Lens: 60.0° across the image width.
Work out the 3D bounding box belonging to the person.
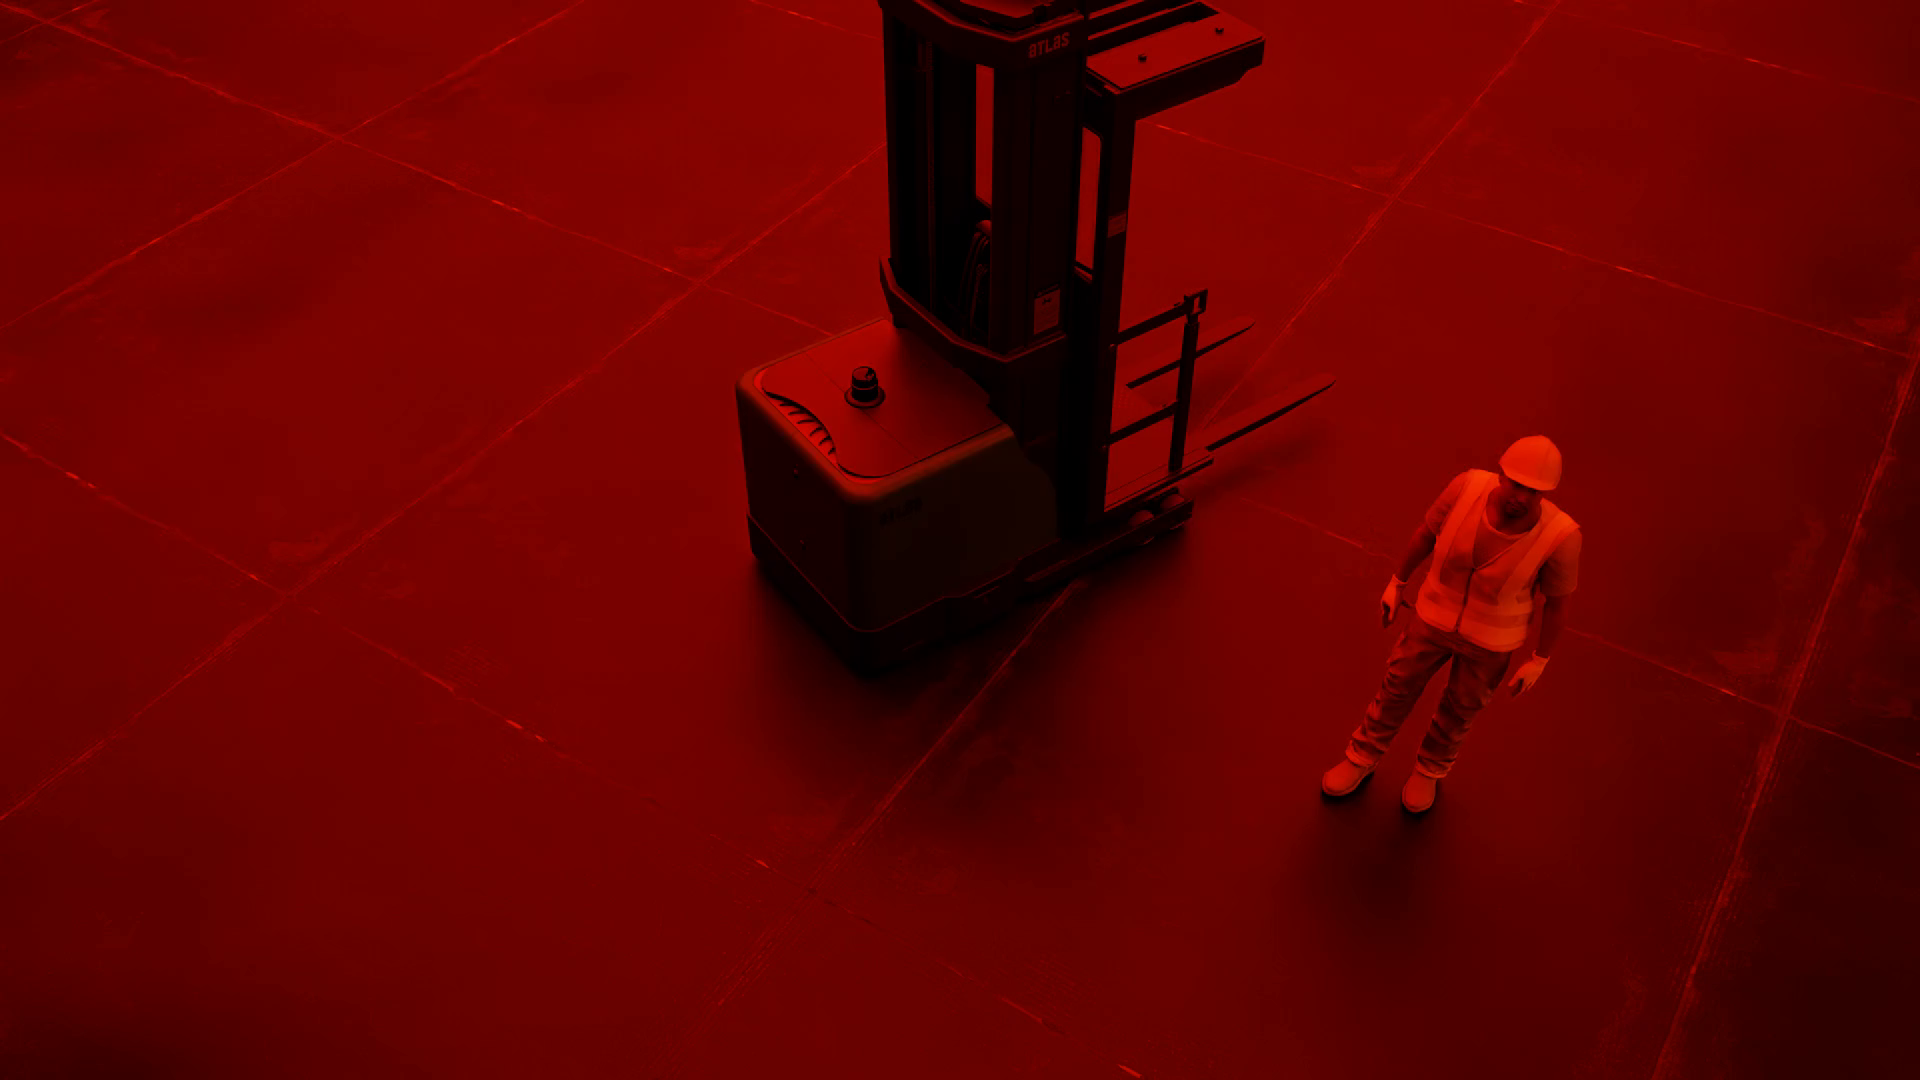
[{"bbox_3d":[1.887,0.363,6.290,0.656,1.782,0.578,27,50,25],"label":"person"}]

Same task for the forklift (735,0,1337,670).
[{"bbox_3d":[0.509,-1.313,7.233,3.031,2.935,1.130,-26,49,-25],"label":"forklift"}]
